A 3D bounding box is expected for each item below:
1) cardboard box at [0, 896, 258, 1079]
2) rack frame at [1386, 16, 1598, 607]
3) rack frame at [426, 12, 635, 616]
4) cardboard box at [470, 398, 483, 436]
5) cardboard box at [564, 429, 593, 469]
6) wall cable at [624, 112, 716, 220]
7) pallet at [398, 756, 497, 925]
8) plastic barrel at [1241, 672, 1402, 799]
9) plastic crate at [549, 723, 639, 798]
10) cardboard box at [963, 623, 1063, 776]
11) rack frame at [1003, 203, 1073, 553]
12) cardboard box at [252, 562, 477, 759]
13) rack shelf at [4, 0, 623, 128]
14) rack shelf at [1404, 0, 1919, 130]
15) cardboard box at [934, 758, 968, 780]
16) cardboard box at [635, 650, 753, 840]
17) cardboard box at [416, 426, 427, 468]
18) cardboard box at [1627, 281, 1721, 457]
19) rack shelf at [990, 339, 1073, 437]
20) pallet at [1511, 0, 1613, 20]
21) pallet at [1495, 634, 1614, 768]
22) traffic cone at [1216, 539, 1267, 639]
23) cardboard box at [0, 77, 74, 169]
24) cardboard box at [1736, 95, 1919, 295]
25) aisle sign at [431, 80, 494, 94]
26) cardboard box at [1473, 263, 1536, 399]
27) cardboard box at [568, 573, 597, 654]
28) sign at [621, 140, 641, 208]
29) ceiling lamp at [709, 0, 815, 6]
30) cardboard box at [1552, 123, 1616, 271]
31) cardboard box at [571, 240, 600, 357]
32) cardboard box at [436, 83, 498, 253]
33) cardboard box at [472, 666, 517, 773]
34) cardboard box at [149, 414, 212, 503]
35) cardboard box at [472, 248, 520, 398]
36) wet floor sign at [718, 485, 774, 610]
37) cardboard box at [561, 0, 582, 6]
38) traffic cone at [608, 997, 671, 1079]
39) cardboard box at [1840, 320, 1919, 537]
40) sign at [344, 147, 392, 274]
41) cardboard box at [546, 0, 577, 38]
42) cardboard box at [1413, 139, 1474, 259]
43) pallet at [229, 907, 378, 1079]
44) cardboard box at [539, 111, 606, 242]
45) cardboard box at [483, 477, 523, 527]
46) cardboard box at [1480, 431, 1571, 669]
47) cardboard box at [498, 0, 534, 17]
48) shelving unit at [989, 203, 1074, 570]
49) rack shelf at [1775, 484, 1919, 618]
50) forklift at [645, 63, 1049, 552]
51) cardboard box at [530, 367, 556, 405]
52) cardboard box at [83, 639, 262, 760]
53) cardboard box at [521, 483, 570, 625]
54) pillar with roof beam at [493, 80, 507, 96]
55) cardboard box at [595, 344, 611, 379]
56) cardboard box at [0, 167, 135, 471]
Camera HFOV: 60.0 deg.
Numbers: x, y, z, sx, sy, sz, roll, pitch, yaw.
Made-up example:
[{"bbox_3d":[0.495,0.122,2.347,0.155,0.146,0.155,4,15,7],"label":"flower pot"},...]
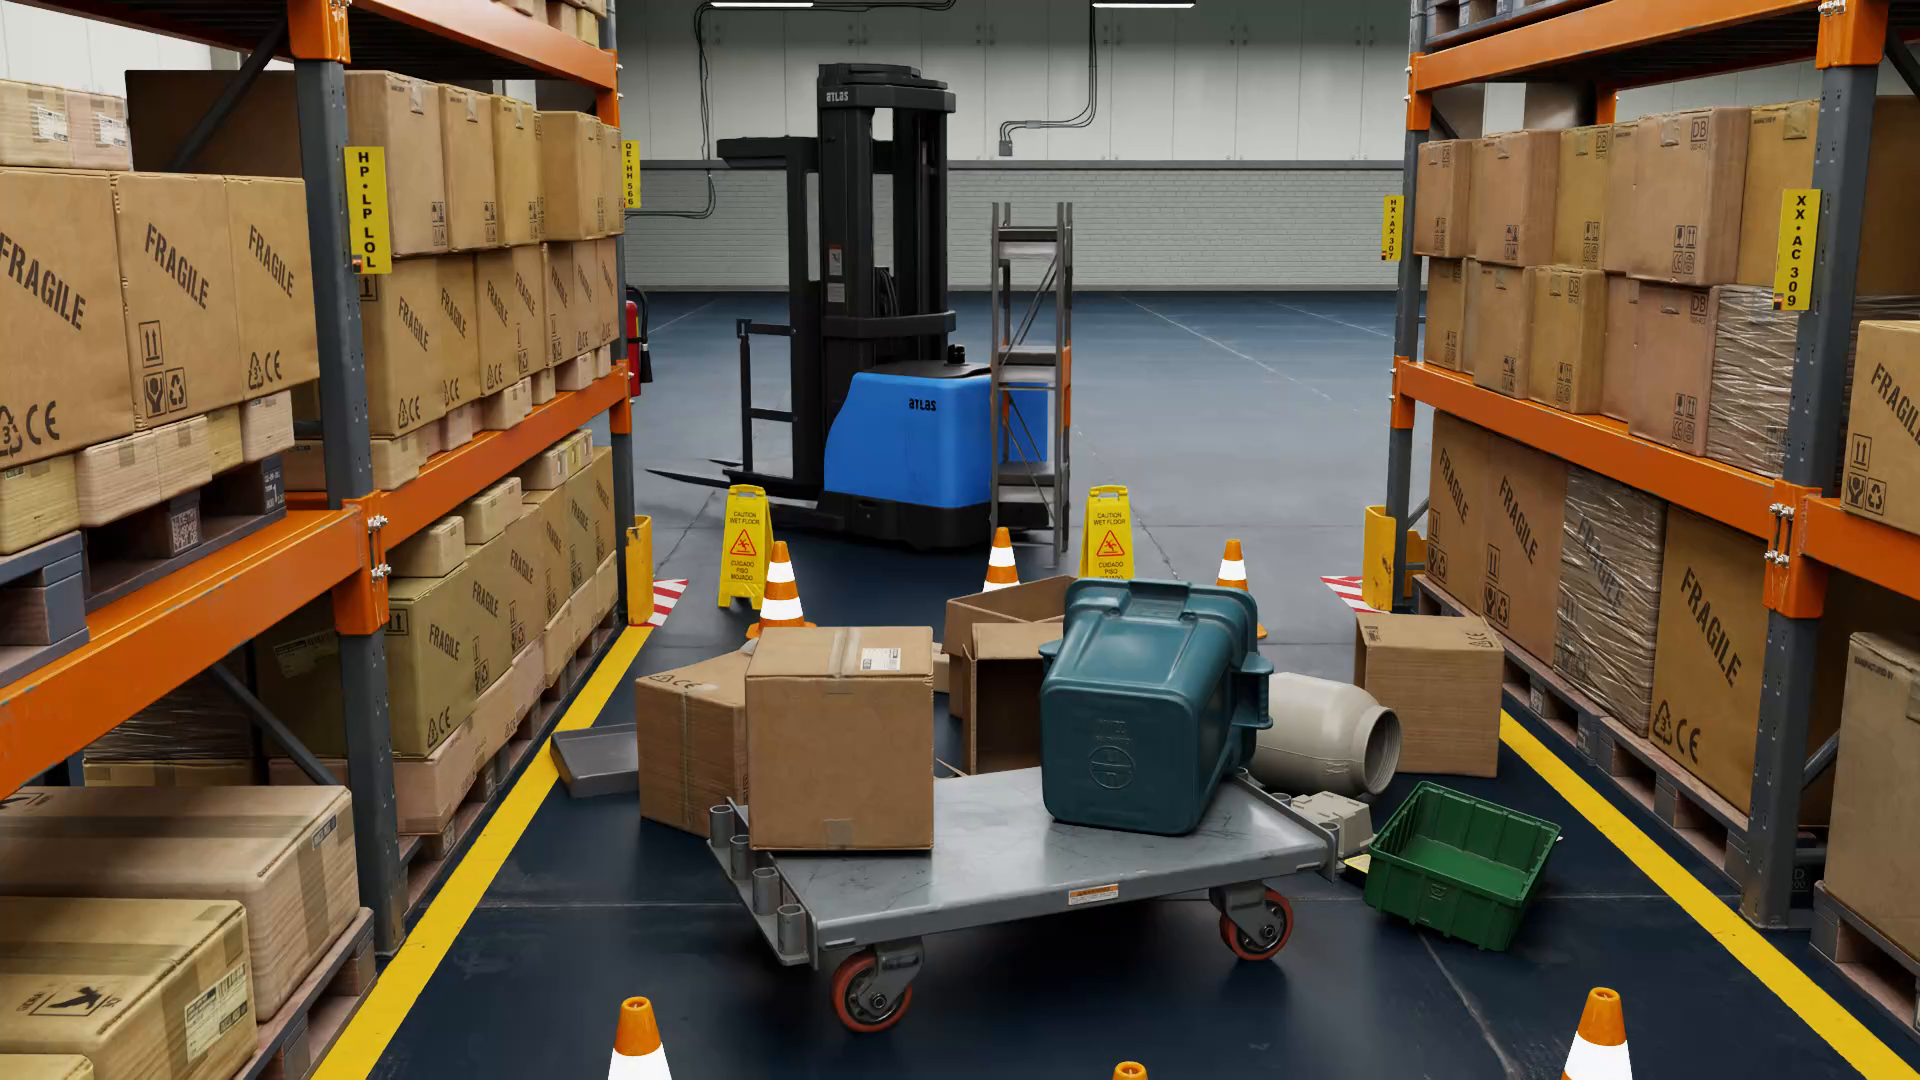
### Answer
[{"bbox_3d":[-2.073,1.037,3.457,0.950,0.372,0.625,0,11,2],"label":"cardboard box"},{"bbox_3d":[2.759,-1.128,8.574,1.000,3.000,0.127,0,11,-1],"label":"rack frame"},{"bbox_3d":[-2.187,-1.087,8.375,1.000,3.000,0.127,0,11,-1],"label":"rack frame"},{"bbox_3d":[-1.891,-0.438,5.805,0.380,0.149,0.250,0,11,-1],"label":"cardboard box"},{"bbox_3d":[-1.835,-0.400,7.329,0.380,0.149,0.250,0,11,0],"label":"cardboard box"},{"bbox_3d":[-7.395,-8.897,39.590,3.097,2.526,0.112,0,11,-1],"label":"wall cable"},{"bbox_3d":[-2.154,0.941,5.390,1.003,0.211,1.213,0,11,-1],"label":"pallet"},{"bbox_3d":[1.285,0.711,5.991,0.512,0.421,0.421,9,15,38],"label":"plastic barrel"},{"bbox_3d":[-1.317,0.823,6.301,0.402,0.080,0.583,-4,12,-21],"label":"plastic crate"},{"bbox_3d":[0.408,0.594,6.024,0.797,0.637,0.503,0,11,-1],"label":"cardboard box"},{"bbox_3d":[0.463,-0.959,10.003,0.400,2.100,0.015,2,12,9],"label":"rack frame"},{"bbox_3d":[-1.847,0.364,5.196,0.500,0.500,0.500,0,11,2],"label":"cardboard box"},{"bbox_3d":[-2.146,-1.807,6.188,1.077,0.370,4.000,0,11,-1],"label":"rack shelf"},{"bbox_3d":[2.801,-1.848,6.388,1.077,0.370,4.000,0,11,-1],"label":"rack shelf"},{"bbox_3d":[0.024,0.877,5.569,0.258,0.266,0.396,-10,15,-40],"label":"cardboard box"},{"bbox_3d":[-0.767,0.713,5.781,0.500,0.500,0.500,9,15,38],"label":"cardboard box"},{"bbox_3d":[-1.848,-0.283,5.042,0.380,0.149,0.250,0,11,0],"label":"cardboard box"},{"bbox_3d":[2.789,-0.589,5.539,0.875,0.550,0.550,0,11,-1],"label":"cardboard box"},{"bbox_3d":[0.422,-0.897,9.770,0.431,0.518,0.480,2,12,9],"label":"rack shelf"},{"bbox_3d":[2.813,-2.164,6.360,1.003,0.211,1.213,0,11,-1],"label":"pallet"},{"bbox_3d":[2.876,0.639,6.877,1.003,0.211,1.213,0,11,-1],"label":"pallet"},{"bbox_3d":[1.351,0.227,8.277,0.336,0.463,0.334,0,11,-1],"label":"traffic cone"},{"bbox_3d":[-1.813,-0.729,2.919,0.380,0.149,0.250,-1,11,-4],"label":"cardboard box"},{"bbox_3d":[2.869,-1.009,4.895,0.875,0.550,0.550,0,11,-1],"label":"cardboard box"},{"bbox_3d":[-2.499,-2.372,8.171,0.394,0.787,0.004,0,11,-1],"label":"aisle sign"},{"bbox_3d":[2.732,-0.907,7.107,0.875,0.550,0.550,0,11,-1],"label":"cardboard box"},{"bbox_3d":[-1.899,0.317,7.312,0.500,0.250,0.500,0,11,-1],"label":"cardboard box"},{"bbox_3d":[-1.632,-1.808,8.220,0.100,0.325,0.005,0,11,-1],"label":"sign"},{"bbox_3d":[-3.828,-11.940,32.098,2.000,3.185,0.800,0,11,-1],"label":"ceiling lamp"},{"bbox_3d":[2.849,-1.331,6.482,0.875,0.550,0.500,0,11,-1],"label":"cardboard box"},{"bbox_3d":[-1.895,-1.076,7.318,0.500,0.500,0.500,0,11,-1],"label":"cardboard box"},{"bbox_3d":[-1.886,-1.167,5.253,0.700,0.500,0.500,0,11,-1],"label":"cardboard box"},{"bbox_3d":[-1.869,0.625,5.793,0.500,0.250,0.500,0,11,2],"label":"cardboard box"},{"bbox_3d":[-1.789,-0.170,3.429,0.380,0.149,0.250,0,11,-2],"label":"cardboard box"},{"bbox_3d":[-1.866,-0.775,5.836,0.500,0.500,0.500,0,11,-2],"label":"cardboard box"},{"bbox_3d":[-1.122,0.024,8.817,0.267,0.644,0.232,4,12,18],"label":"wet floor sign"},{"bbox_3d":[-1.912,-2.429,7.073,0.500,0.250,0.500,0,11,-2],"label":"cardboard box"},{"bbox_3d":[-0.679,1.192,3.521,0.336,0.463,0.334,0,11,-1],"label":"traffic cone"},{"bbox_3d":[2.584,-0.276,4.124,0.500,0.500,0.500,0,11,-1],"label":"cardboard box"},{"bbox_3d":[-1.550,-0.863,4.355,0.100,0.325,0.005,0,11,-1],"label":"sign"},{"bbox_3d":[-1.891,-2.262,7.253,0.380,0.149,0.250,0,11,1],"label":"cardboard box"},{"bbox_3d":[2.728,-1.657,8.087,0.875,0.550,0.550,0,11,-1],"label":"cardboard box"},{"bbox_3d":[-2.087,1.229,3.970,1.003,0.211,1.213,0,11,-1],"label":"pallet"},{"bbox_3d":[-1.842,-1.470,6.746,0.700,0.500,0.500,0,11,-2],"label":"cardboard box"},{"bbox_3d":[-1.811,-0.135,6.023,0.380,0.149,0.250,0,11,2],"label":"cardboard box"},{"bbox_3d":[2.860,0.017,7.218,0.875,0.875,0.875,0,11,-2],"label":"cardboard box"},{"bbox_3d":[-1.824,-2.059,6.254,0.380,0.149,0.250,0,11,-2],"label":"cardboard box"},{"bbox_3d":[0.422,-0.911,9.768,0.431,2.100,0.503,2,12,9],"label":"shelving unit"},{"bbox_3d":[2.883,0.417,2.767,1.077,0.370,4.000,0,11,-1],"label":"rack shelf"},{"bbox_3d":[-0.883,-1.582,10.986,3.031,2.935,1.130,9,15,39],"label":"forklift"},{"bbox_3d":[-1.869,-0.637,6.786,0.380,0.149,0.250,0,11,-2],"label":"cardboard box"},{"bbox_3d":[-2.385,0.365,5.187,0.500,0.500,0.500,0,11,-2],"label":"cardboard box"},{"bbox_3d":[-1.893,0.049,6.746,0.500,0.500,0.500,-1,11,-2],"label":"cardboard box"},{"bbox_3d":[-4.229,-8.653,30.577,9.100,9.000,0.400,0,11,-1],"label":"pillar with roof beam"},{"bbox_3d":[-1.850,-0.841,7.792,0.380,0.149,0.250,0,11,-2],"label":"cardboard box"},{"bbox_3d":[-1.850,-0.401,2.935,0.500,0.500,0.500,0,11,1],"label":"cardboard box"}]
